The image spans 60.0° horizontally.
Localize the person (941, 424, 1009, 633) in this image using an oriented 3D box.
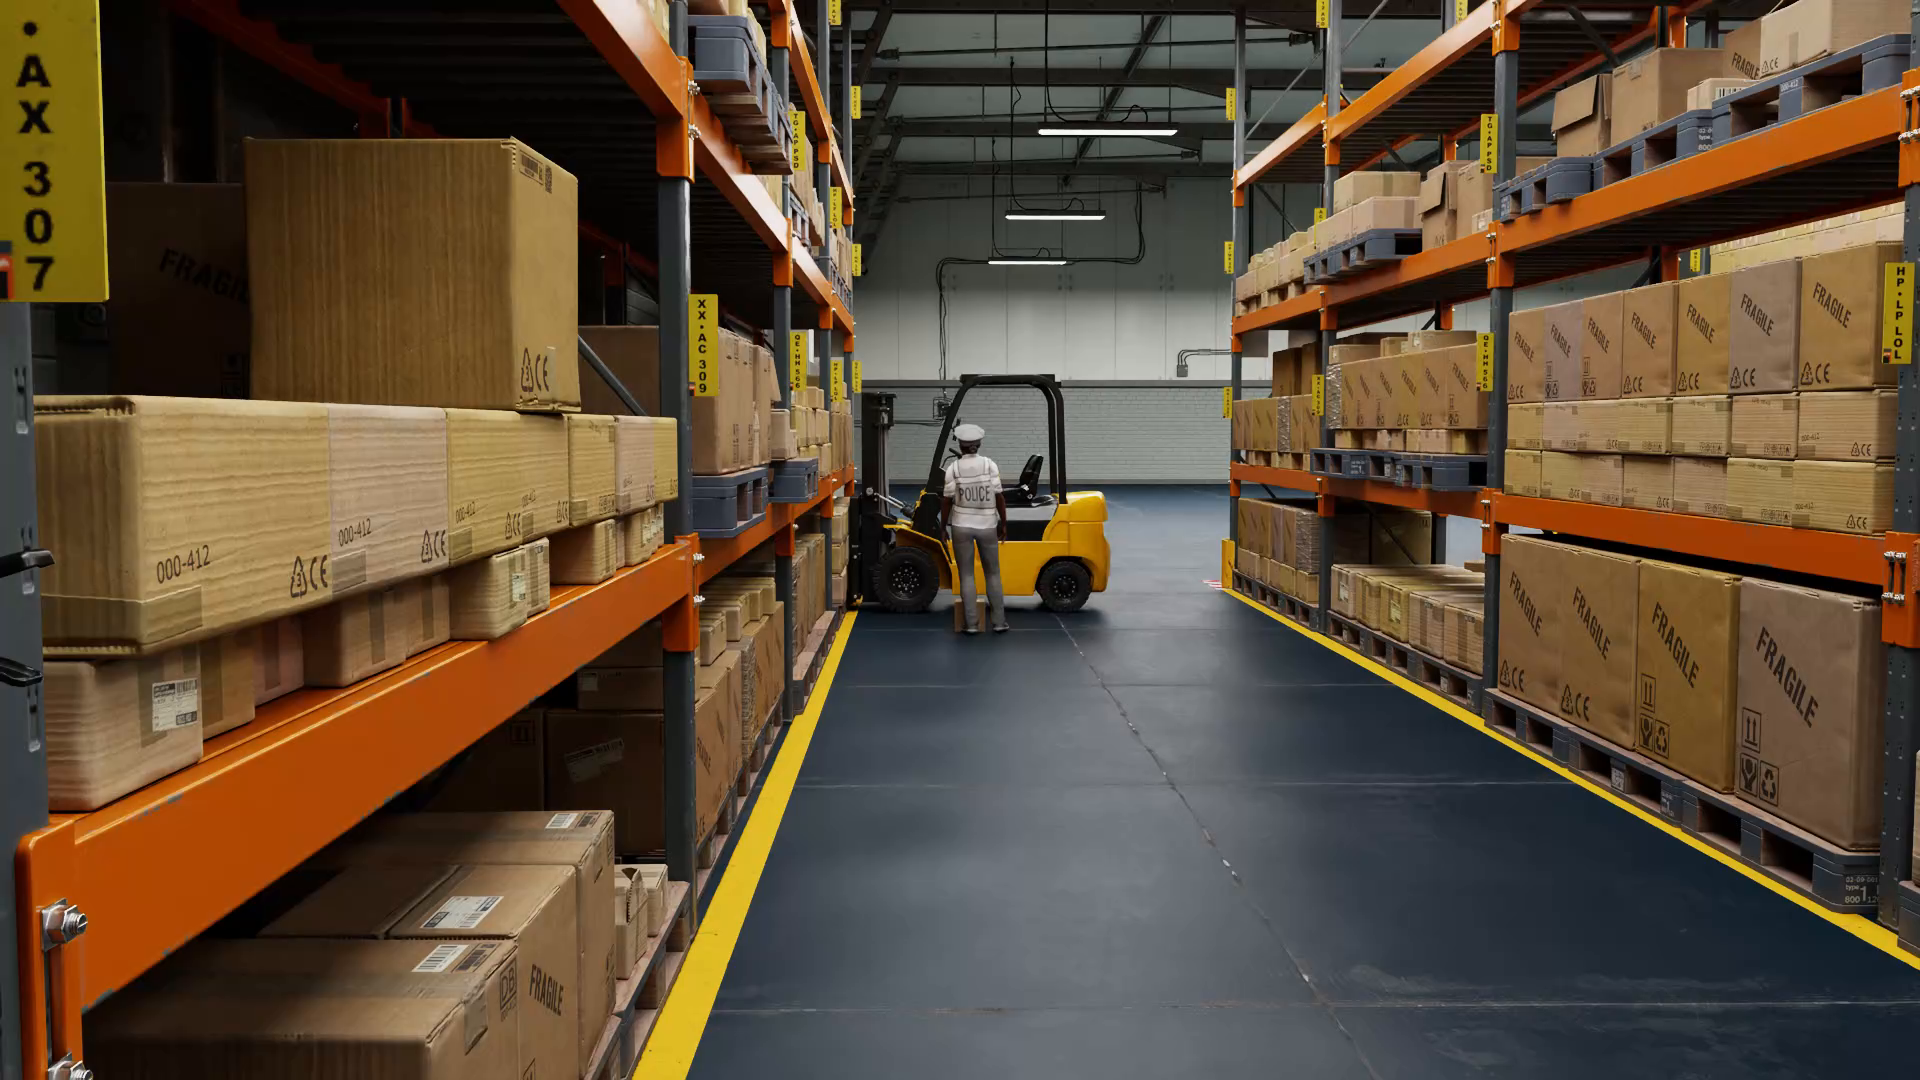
[{"bbox_3d":[0.125,-0.093,13.497,0.569,1.694,0.529,0,4,-1],"label":"person"}]
